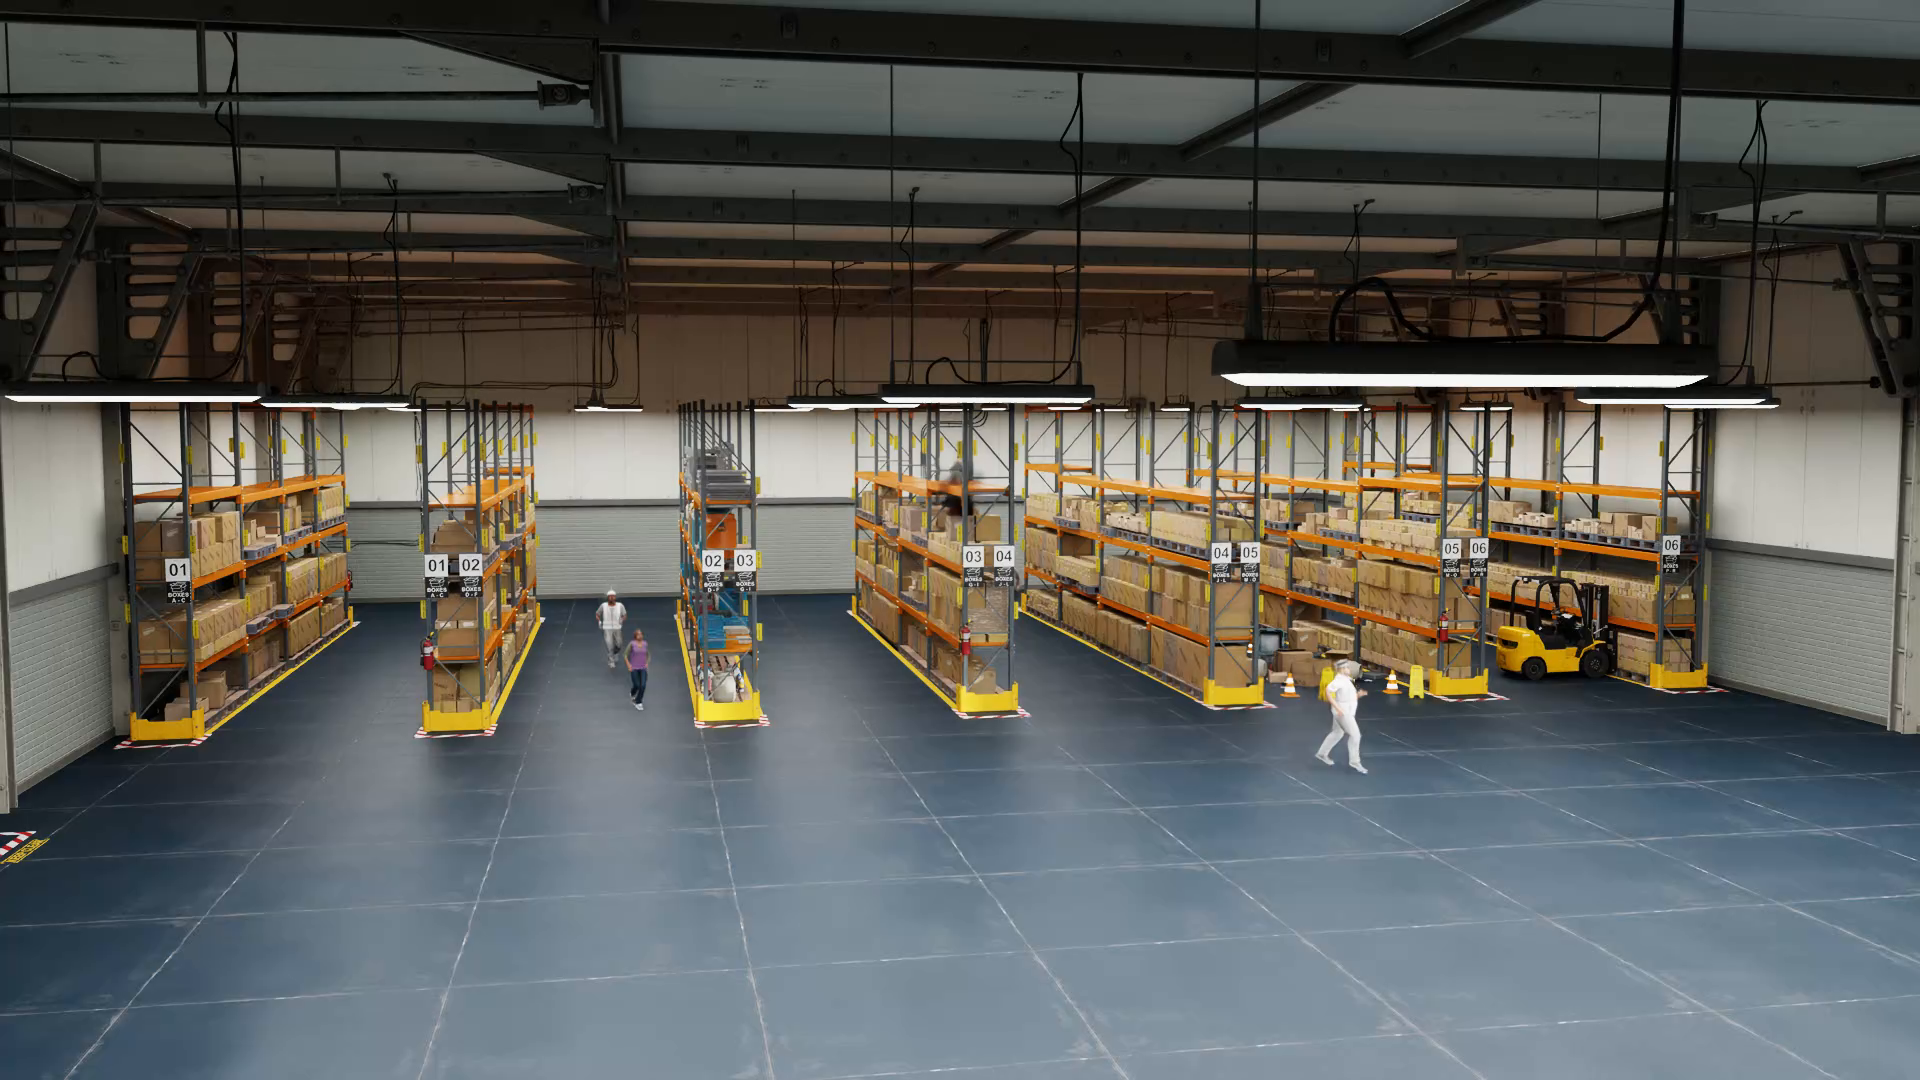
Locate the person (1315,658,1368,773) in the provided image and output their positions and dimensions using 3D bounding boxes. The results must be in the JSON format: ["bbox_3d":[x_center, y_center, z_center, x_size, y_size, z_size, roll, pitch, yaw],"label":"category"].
[{"bbox_3d":[6.154,2.812,26.783,0.837,1.839,0.640,1,4,14],"label":"person"}]

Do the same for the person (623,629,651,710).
[{"bbox_3d":[-6.267,2.509,32.347,0.534,1.564,0.493,-2,5,-25],"label":"person"}]

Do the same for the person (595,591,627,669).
[{"bbox_3d":[-7.887,2.014,37.625,0.684,1.747,0.804,-1,5,-17],"label":"person"}]

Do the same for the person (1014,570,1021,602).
[{"bbox_3d":[1.310,1.445,45.268,0.717,1.769,0.835,-1,4,-10],"label":"person"}]
